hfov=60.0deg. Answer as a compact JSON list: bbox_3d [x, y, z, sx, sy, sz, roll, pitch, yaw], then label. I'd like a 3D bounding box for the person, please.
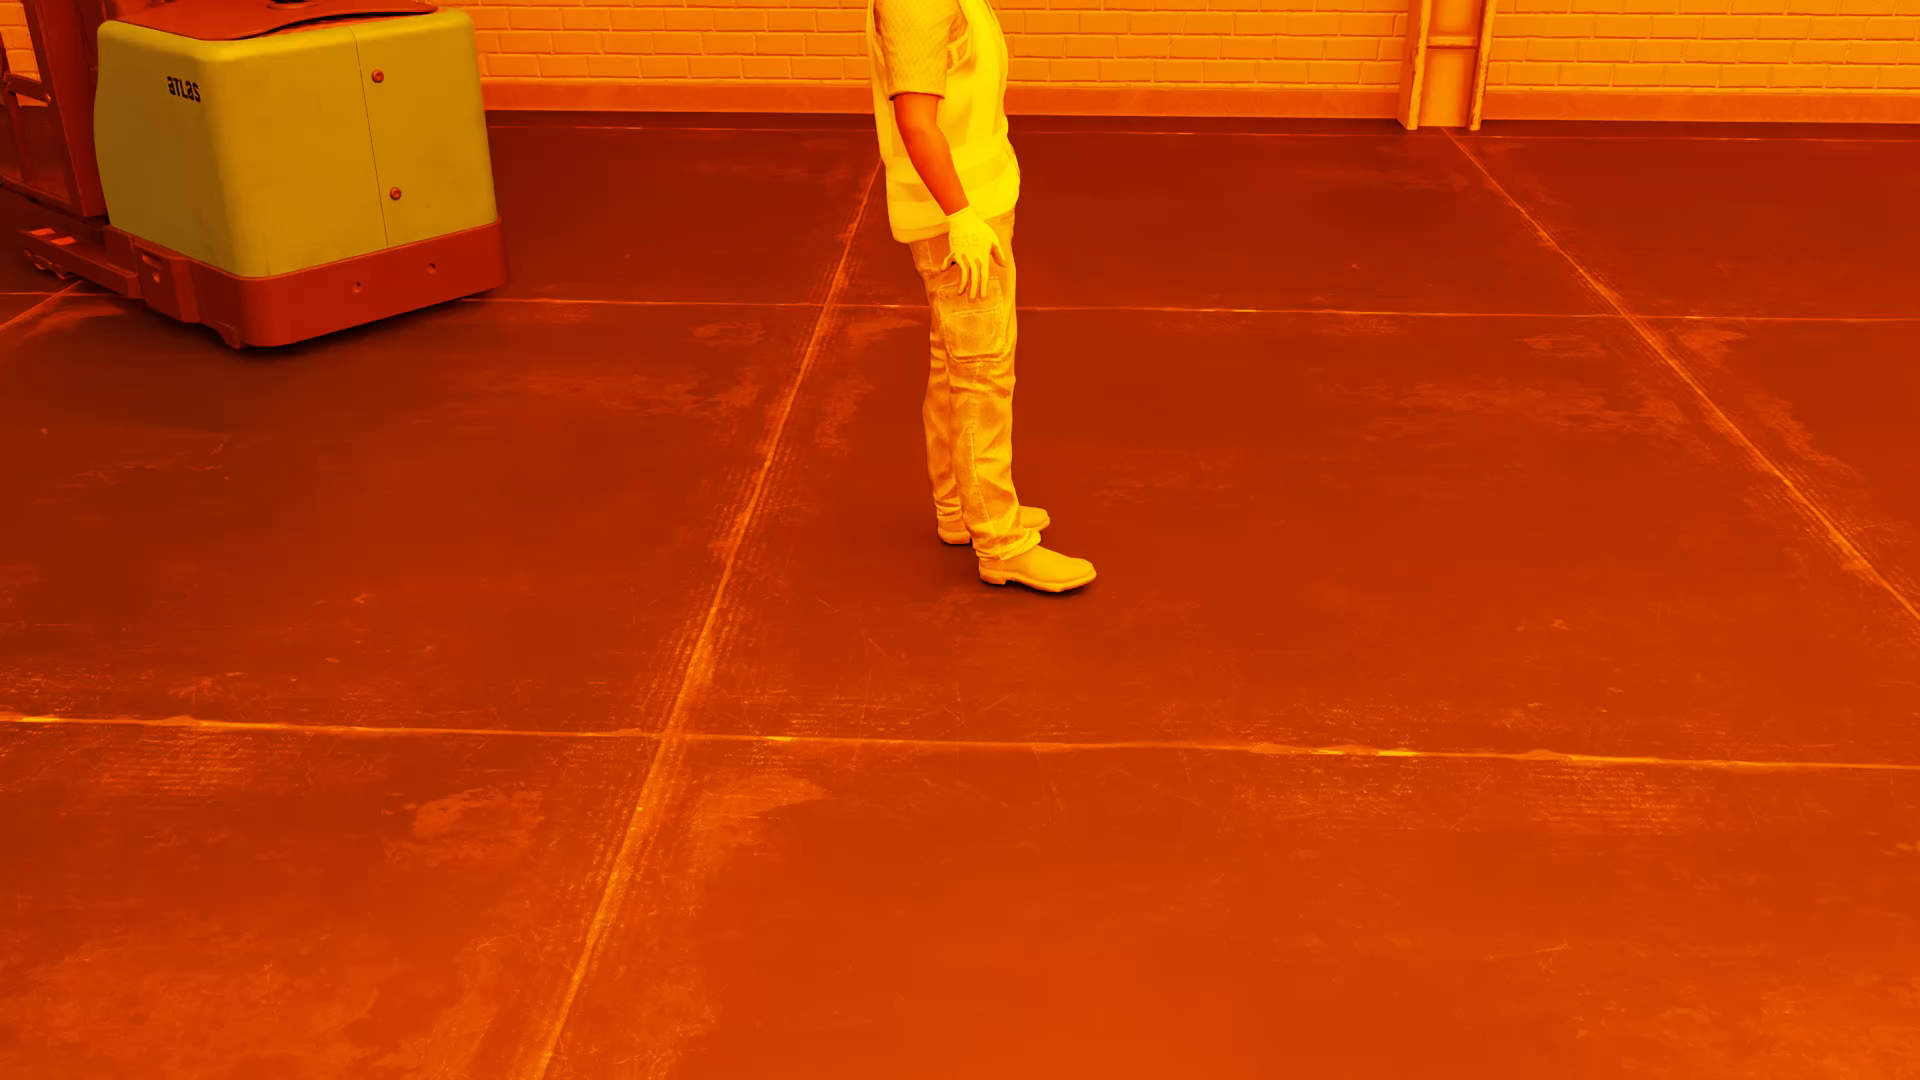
[{"bbox_3d":[0.072,-0.801,4.113,0.575,1.785,0.657,1,26,2],"label":"person"}]

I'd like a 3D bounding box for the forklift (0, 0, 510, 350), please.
[{"bbox_3d":[-3.167,-2.507,6.291,3.031,2.935,1.130,21,33,36],"label":"forklift"}]
